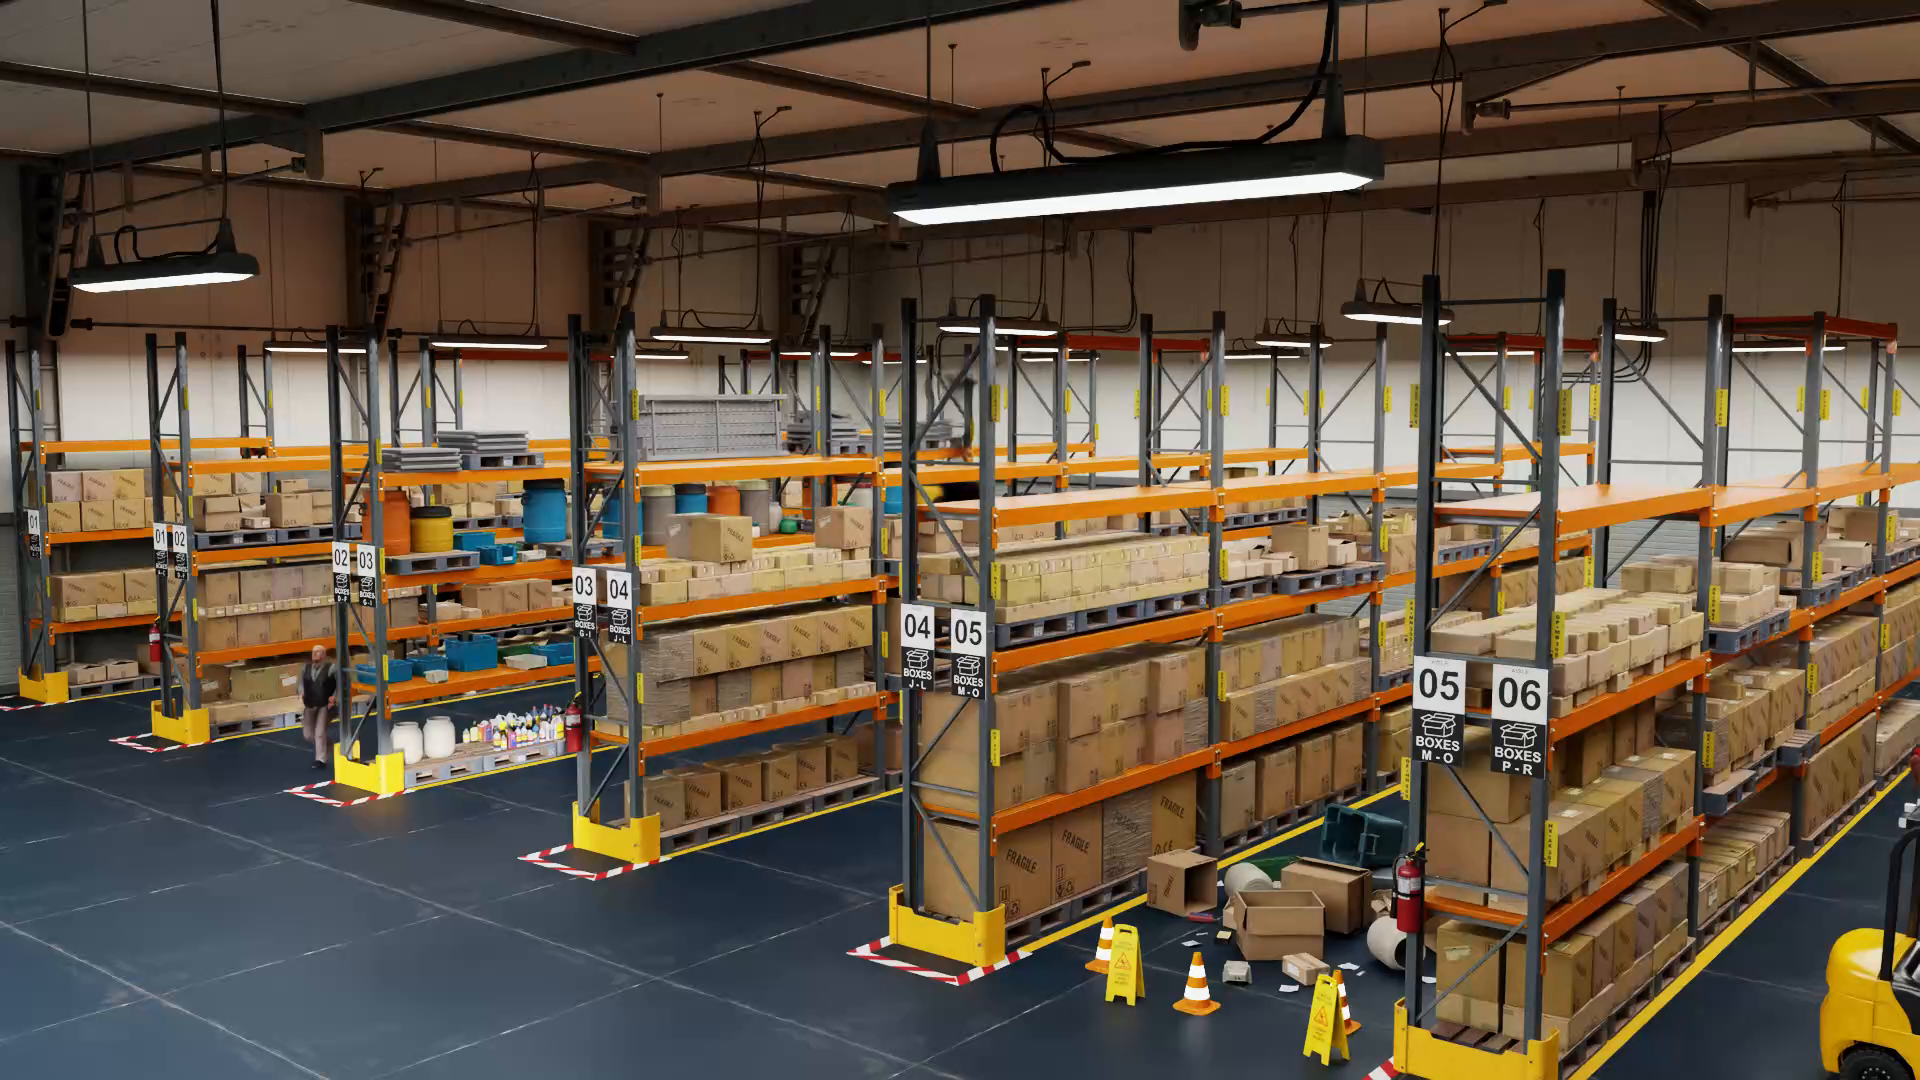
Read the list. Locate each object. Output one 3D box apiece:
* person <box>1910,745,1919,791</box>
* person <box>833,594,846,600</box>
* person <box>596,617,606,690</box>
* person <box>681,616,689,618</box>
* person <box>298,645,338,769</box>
[{"bbox_3d":[10.324,2.740,17.438,0.645,1.791,0.802,3,6,33],"label":"person"},{"bbox_3d":[-2.274,1.538,31.373,0.574,1.639,0.583,5,7,42],"label":"person"},{"bbox_3d":[-5.599,1.989,26.582,0.694,1.591,0.826,4,6,35],"label":"person"},{"bbox_3d":[-4.755,1.731,29.695,0.525,1.561,0.681,3,6,28],"label":"person"},{"bbox_3d":[-8.778,2.272,22.849,0.654,1.681,0.654,0,5,2],"label":"person"}]
